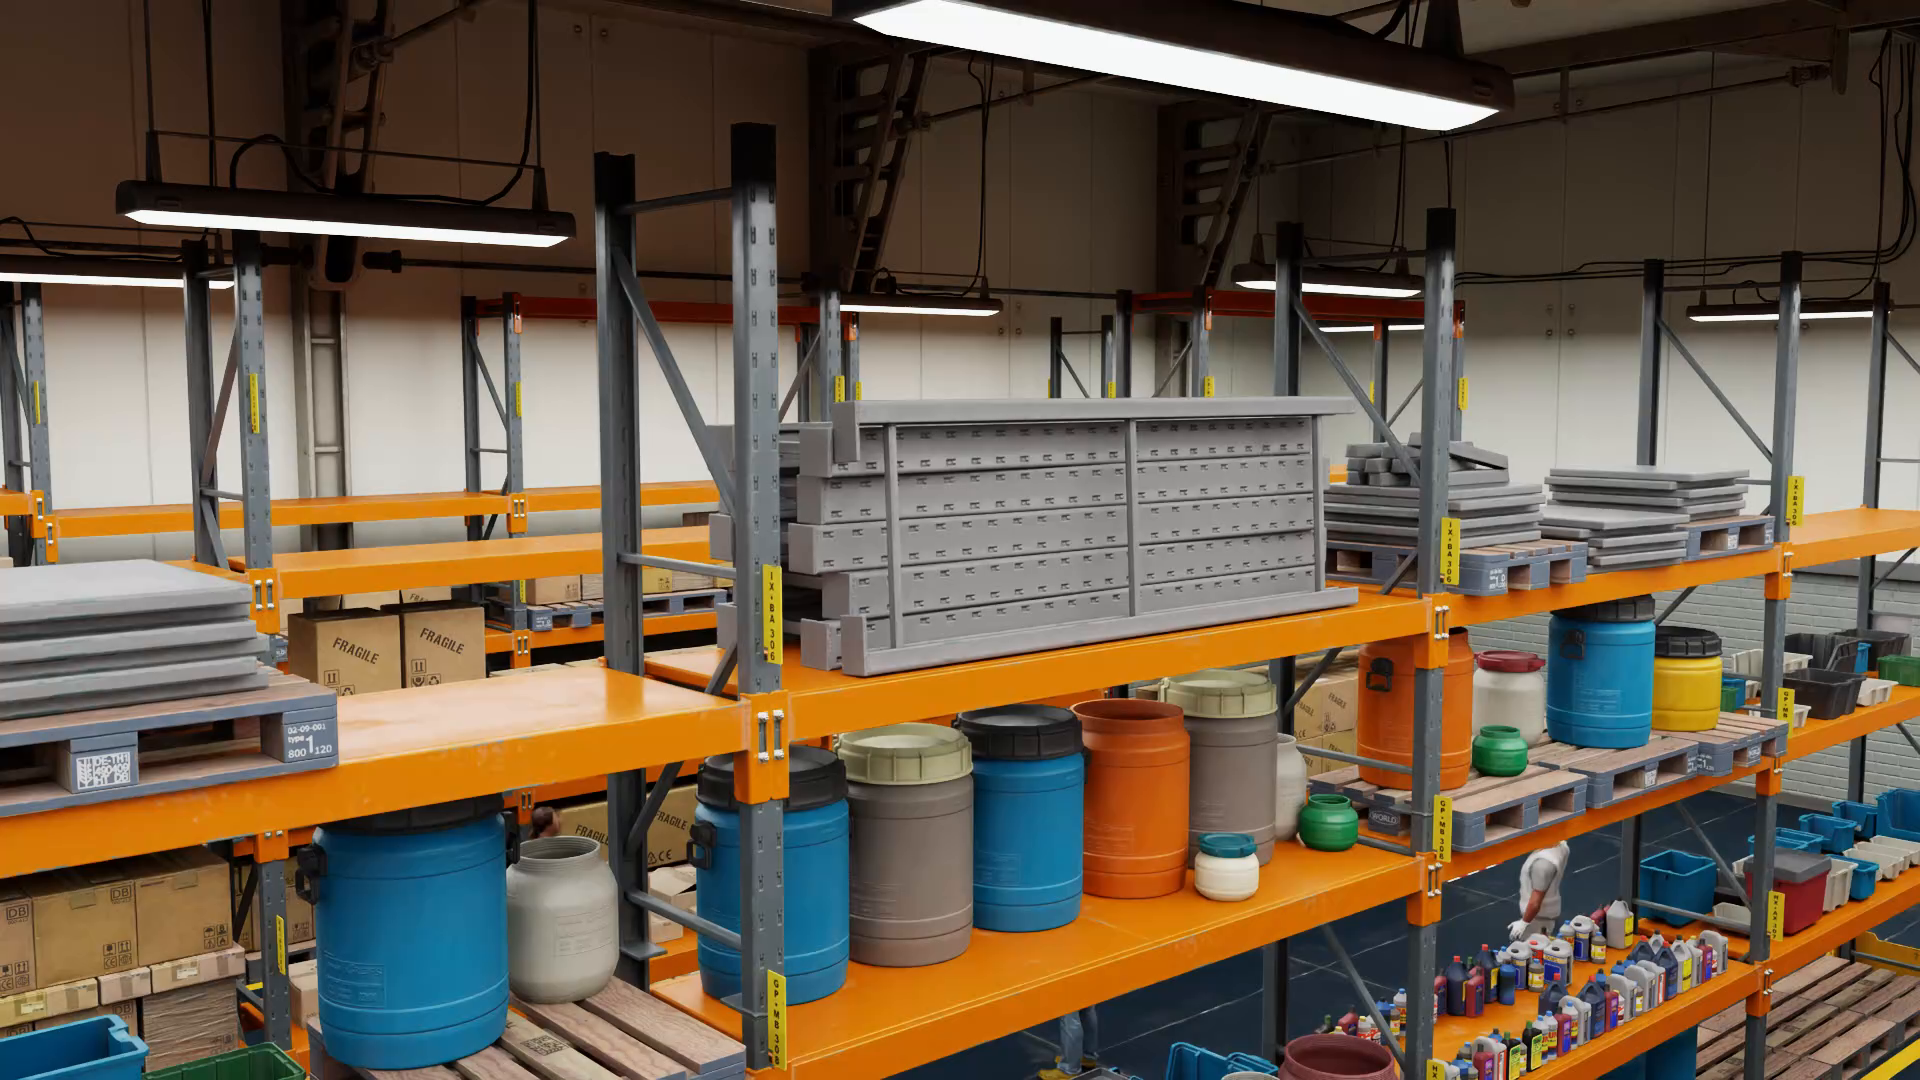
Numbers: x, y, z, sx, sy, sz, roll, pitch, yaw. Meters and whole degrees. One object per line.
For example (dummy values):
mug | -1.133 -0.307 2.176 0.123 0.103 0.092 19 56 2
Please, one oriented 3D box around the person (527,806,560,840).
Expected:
person | -3.427 3.018 13.817 0.460 1.660 0.448 0 5 -4

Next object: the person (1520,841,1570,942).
person | 4.672 3.117 13.348 0.375 1.464 0.545 2 6 23
